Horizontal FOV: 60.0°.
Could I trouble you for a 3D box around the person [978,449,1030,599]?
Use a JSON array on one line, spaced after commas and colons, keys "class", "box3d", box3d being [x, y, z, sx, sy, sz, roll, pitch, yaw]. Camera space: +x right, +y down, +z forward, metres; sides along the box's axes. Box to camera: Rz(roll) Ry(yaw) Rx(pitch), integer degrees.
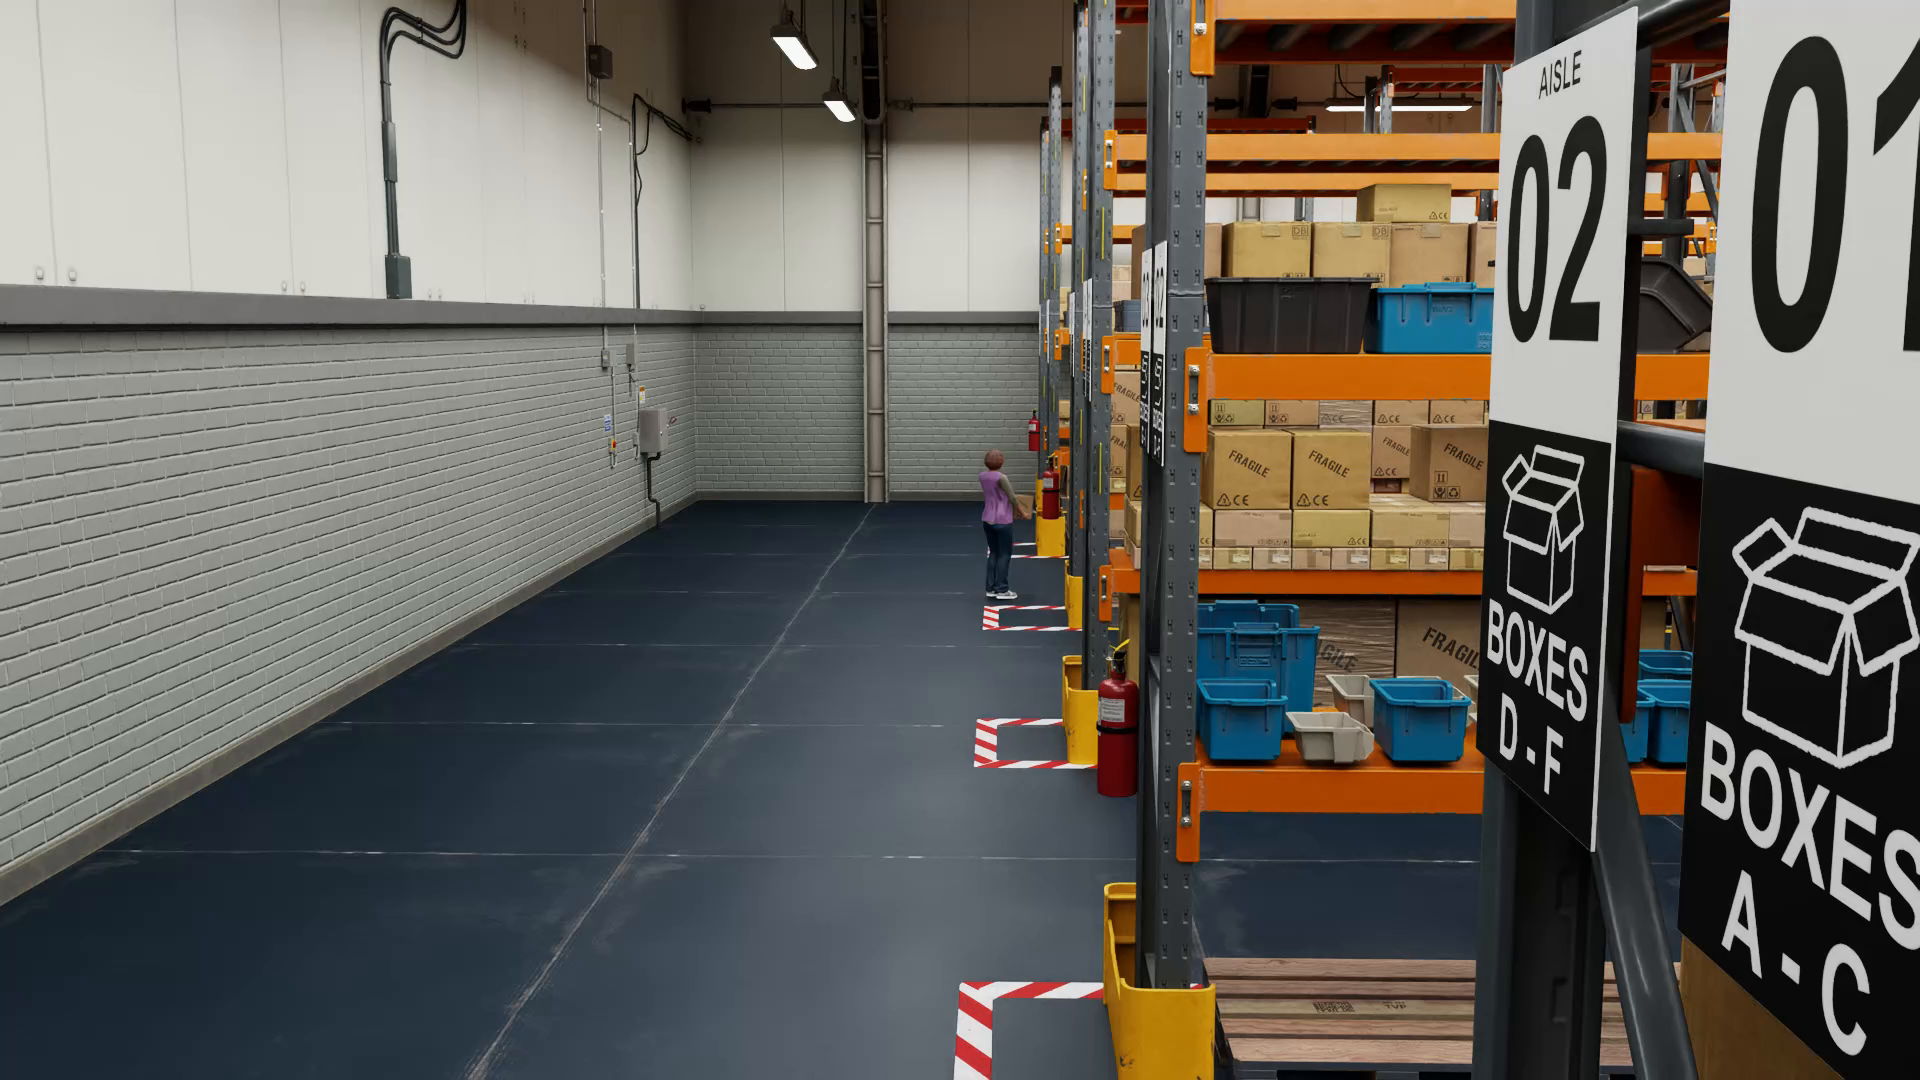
[{"class": "person", "box3d": [0.466, -0.176, 17.693, 0.495, 1.591, 0.404, -6, 10, -41]}]
